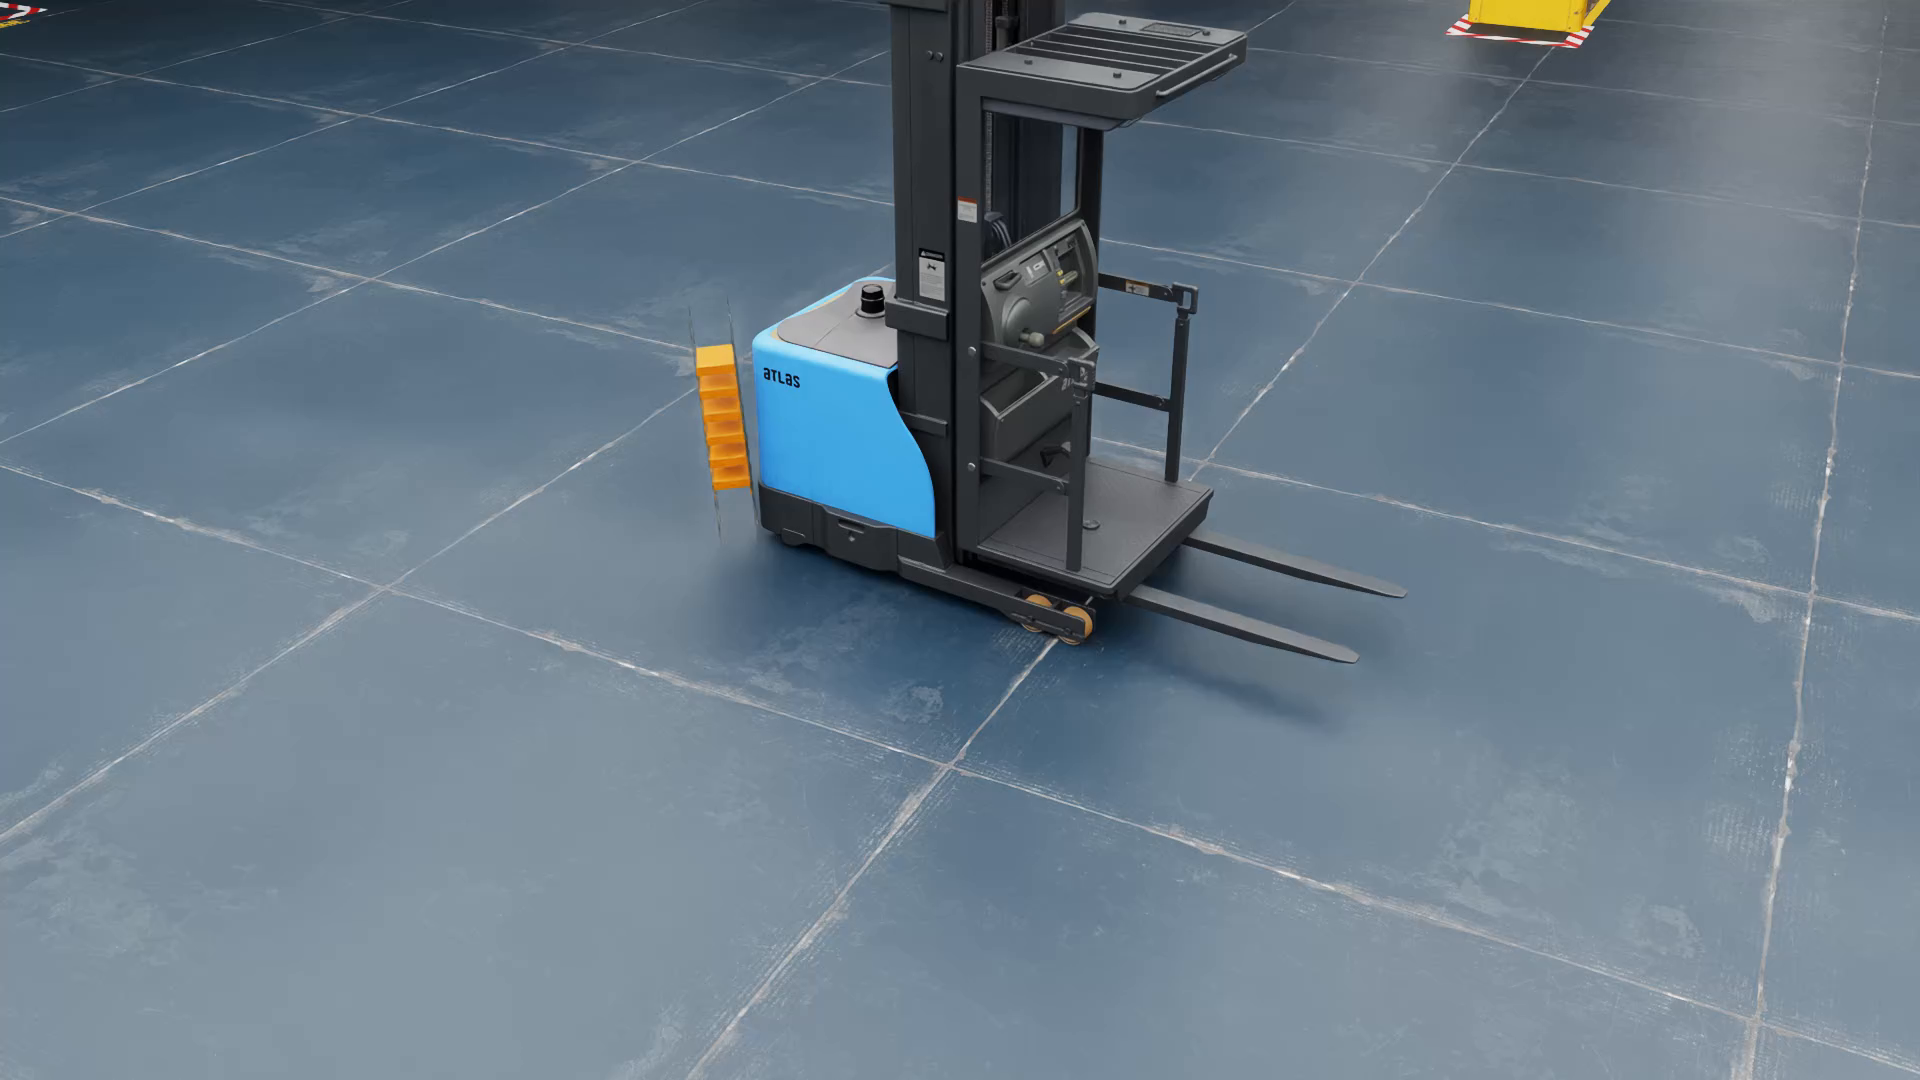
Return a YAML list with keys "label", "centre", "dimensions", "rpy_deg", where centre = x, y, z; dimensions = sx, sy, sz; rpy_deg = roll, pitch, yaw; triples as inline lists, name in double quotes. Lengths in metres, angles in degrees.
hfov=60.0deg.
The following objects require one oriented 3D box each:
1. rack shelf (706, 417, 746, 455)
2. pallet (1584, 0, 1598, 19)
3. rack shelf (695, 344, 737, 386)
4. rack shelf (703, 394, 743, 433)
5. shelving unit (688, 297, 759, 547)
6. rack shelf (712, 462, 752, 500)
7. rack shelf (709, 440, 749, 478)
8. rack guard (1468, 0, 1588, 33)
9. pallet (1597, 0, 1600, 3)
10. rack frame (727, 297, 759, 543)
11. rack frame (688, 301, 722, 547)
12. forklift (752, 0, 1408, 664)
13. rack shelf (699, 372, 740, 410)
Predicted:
- label: "rack shelf"
  centre: [-1.131, -0.516, 8.020]
  dimensions: [0.180, 0.103, 0.258]
  rpy_deg: [-7, 30, -6]
- label: "pallet"
  centre: [6.498, -6.013, 18.509]
  dimensions: [1.003, 0.211, 1.213]
  rpy_deg: [14, 33, 23]
- label: "rack shelf"
  centre: [-1.151, -0.828, 7.842]
  dimensions: [0.180, 0.103, 0.258]
  rpy_deg: [-7, 30, -6]
- label: "rack shelf"
  centre: [-1.138, -0.620, 7.961]
  dimensions: [0.180, 0.103, 0.258]
  rpy_deg: [-7, 30, -6]
- label: "shelving unit"
  centre: [-1.134, -0.554, 7.998]
  dimensions: [0.189, 1.200, 0.258]
  rpy_deg: [-7, 30, -6]
- label: "rack shelf"
  centre: [-1.118, -0.307, 8.138]
  dimensions: [0.180, 0.103, 0.258]
  rpy_deg: [-7, 30, -6]
- label: "rack shelf"
  centre: [-1.125, -0.412, 8.079]
  dimensions: [0.180, 0.103, 0.258]
  rpy_deg: [-7, 30, -6]
- label: "rack guard"
  centre: [6.096, -5.786, 17.824]
  dimensions: [1.175, 0.500, 0.348]
  rpy_deg: [14, 33, 23]
- label: "pallet"
  centre: [7.055, -6.552, 19.447]
  dimensions: [1.003, 0.211, 1.213]
  rpy_deg: [14, 33, 23]
- label: "rack frame"
  centre: [-1.043, -0.565, 8.007]
  dimensions: [0.006, 1.200, 0.240]
  rpy_deg: [-7, 30, -6]
- label: "rack frame"
  centre: [-1.224, -0.543, 7.989]
  dimensions: [0.006, 1.200, 0.240]
  rpy_deg: [-7, 30, -6]
- label: "forklift"
  centre: [0.533, -1.106, 7.232]
  dimensions: [3.031, 2.935, 1.130]
  rpy_deg: [17, 34, 27]
- label: "rack shelf"
  centre: [-1.144, -0.724, 7.901]
  dimensions: [0.180, 0.103, 0.258]
  rpy_deg: [-7, 30, -6]
